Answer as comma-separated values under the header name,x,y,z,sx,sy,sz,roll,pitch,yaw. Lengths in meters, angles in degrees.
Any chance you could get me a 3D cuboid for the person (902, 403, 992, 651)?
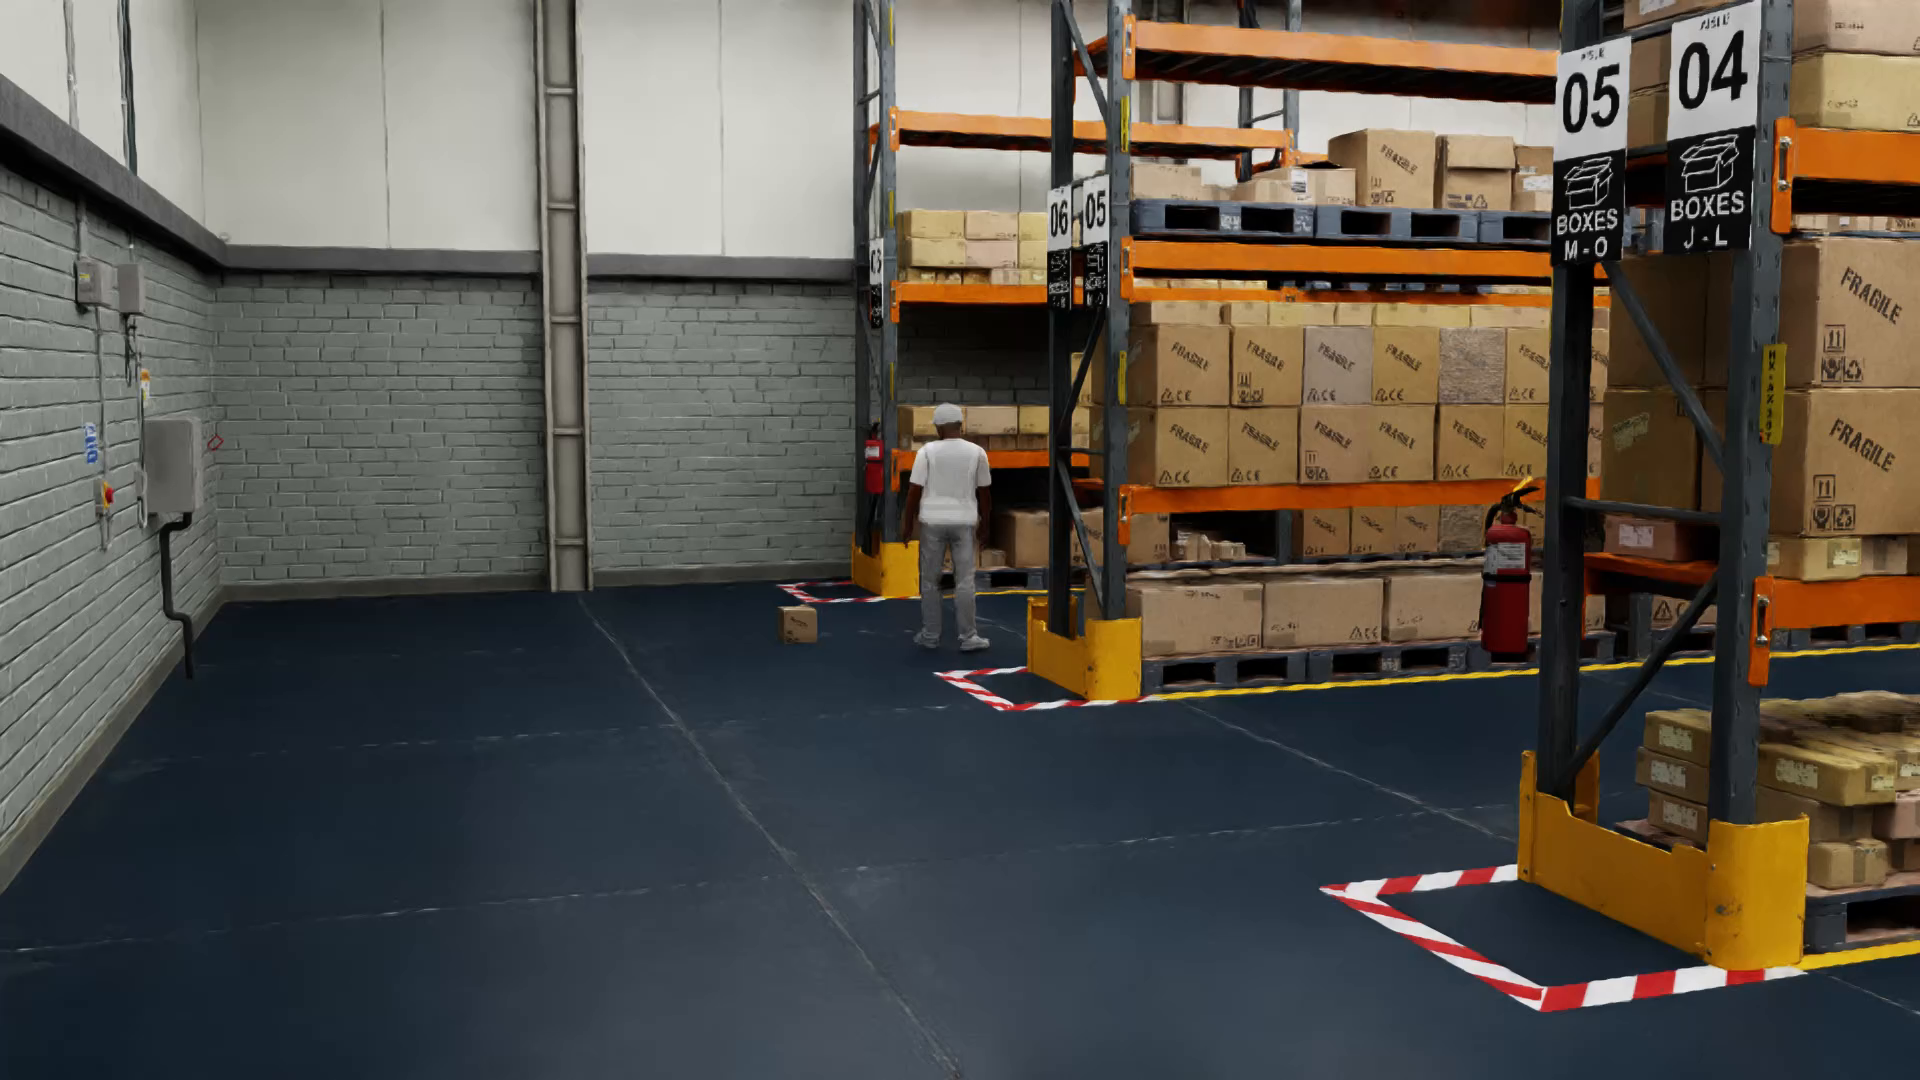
name,x,y,z,sx,sy,sz,roll,pitch,yaw
person,-0.096,-0.105,11.986,0.640,1.768,0.413,0,6,-4
